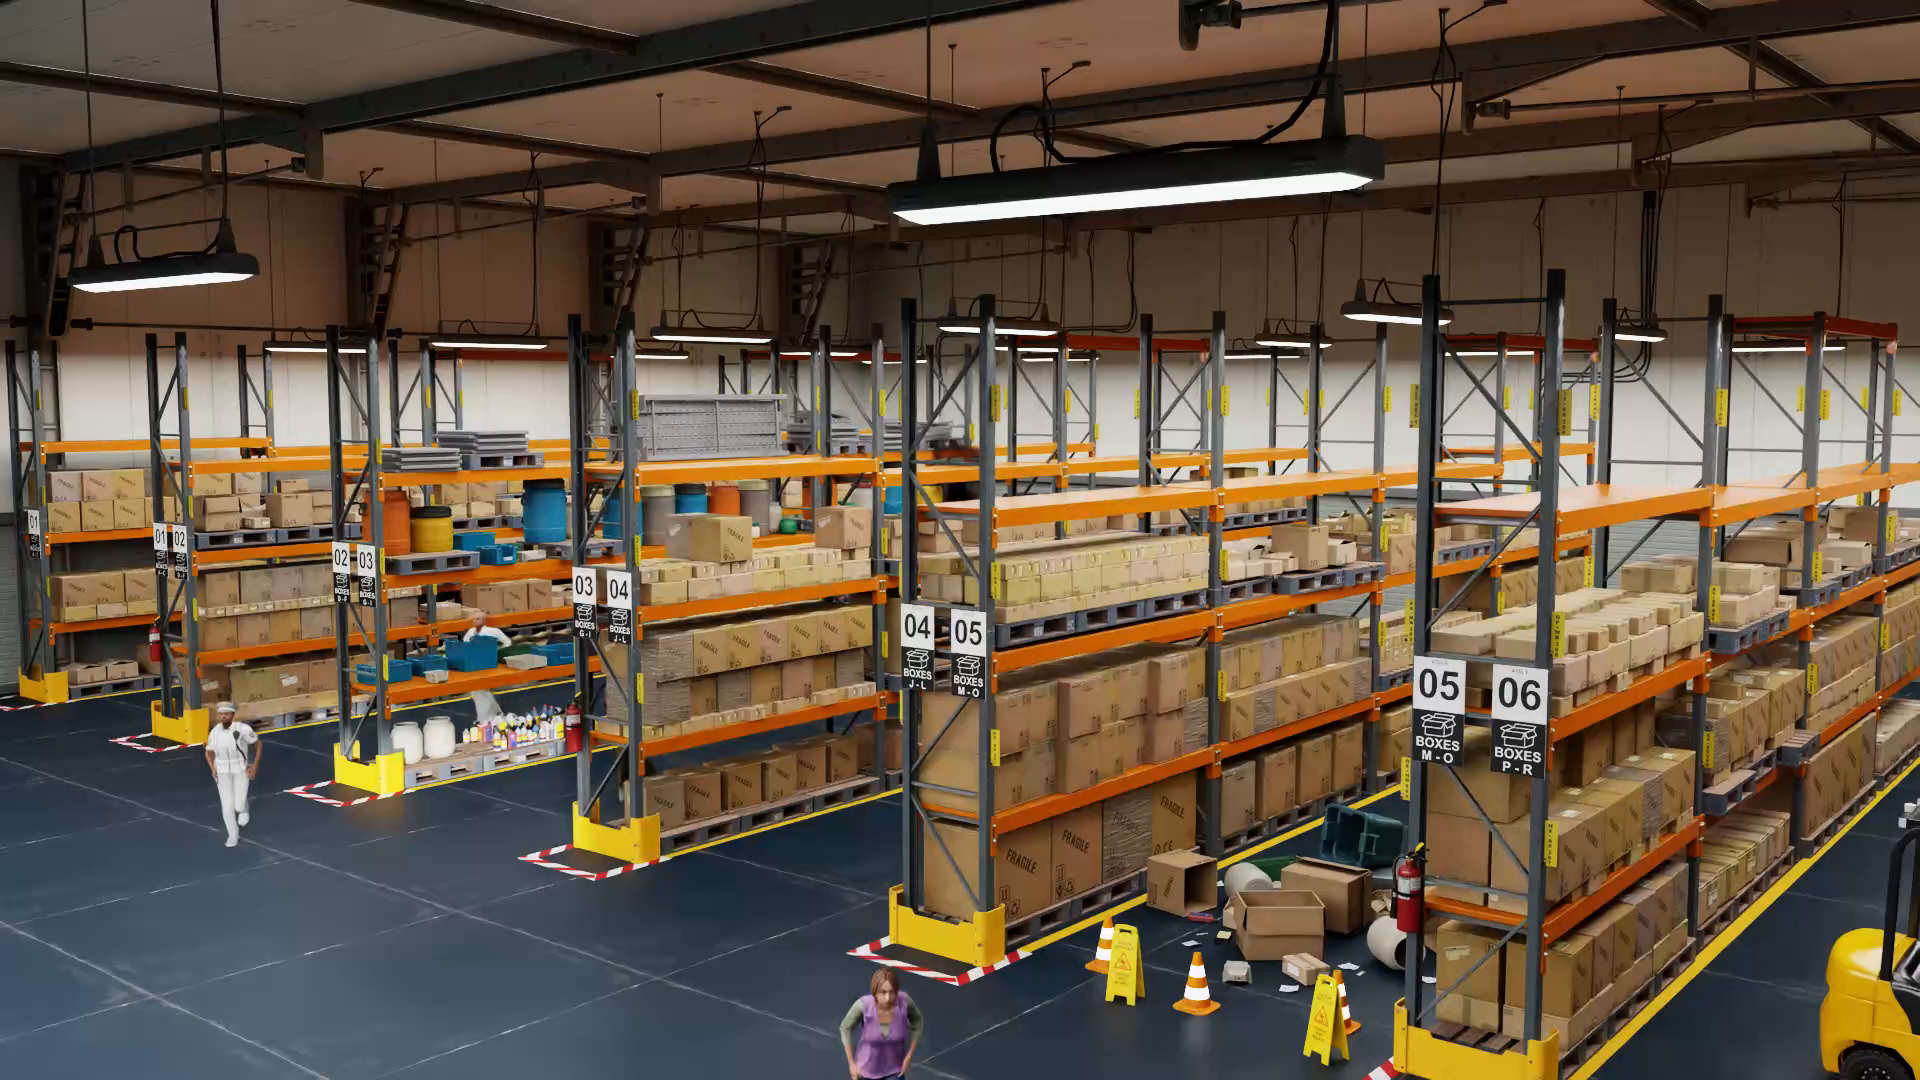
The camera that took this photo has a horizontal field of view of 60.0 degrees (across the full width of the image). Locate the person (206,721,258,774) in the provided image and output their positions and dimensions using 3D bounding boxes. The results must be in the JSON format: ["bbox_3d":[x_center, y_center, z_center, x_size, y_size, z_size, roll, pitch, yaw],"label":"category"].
[{"bbox_3d":[-8.294,2.355,18.921,0.551,0.569,0.344,-1,5,-10],"label":"person"}]

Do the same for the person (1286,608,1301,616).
[{"bbox_3d":[5.393,1.499,27.014,0.334,0.803,0.294,3,6,28],"label":"person"}]

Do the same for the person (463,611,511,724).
[{"bbox_3d":[-7.291,2.009,25.318,0.708,1.856,0.808,3,6,33],"label":"person"}]
